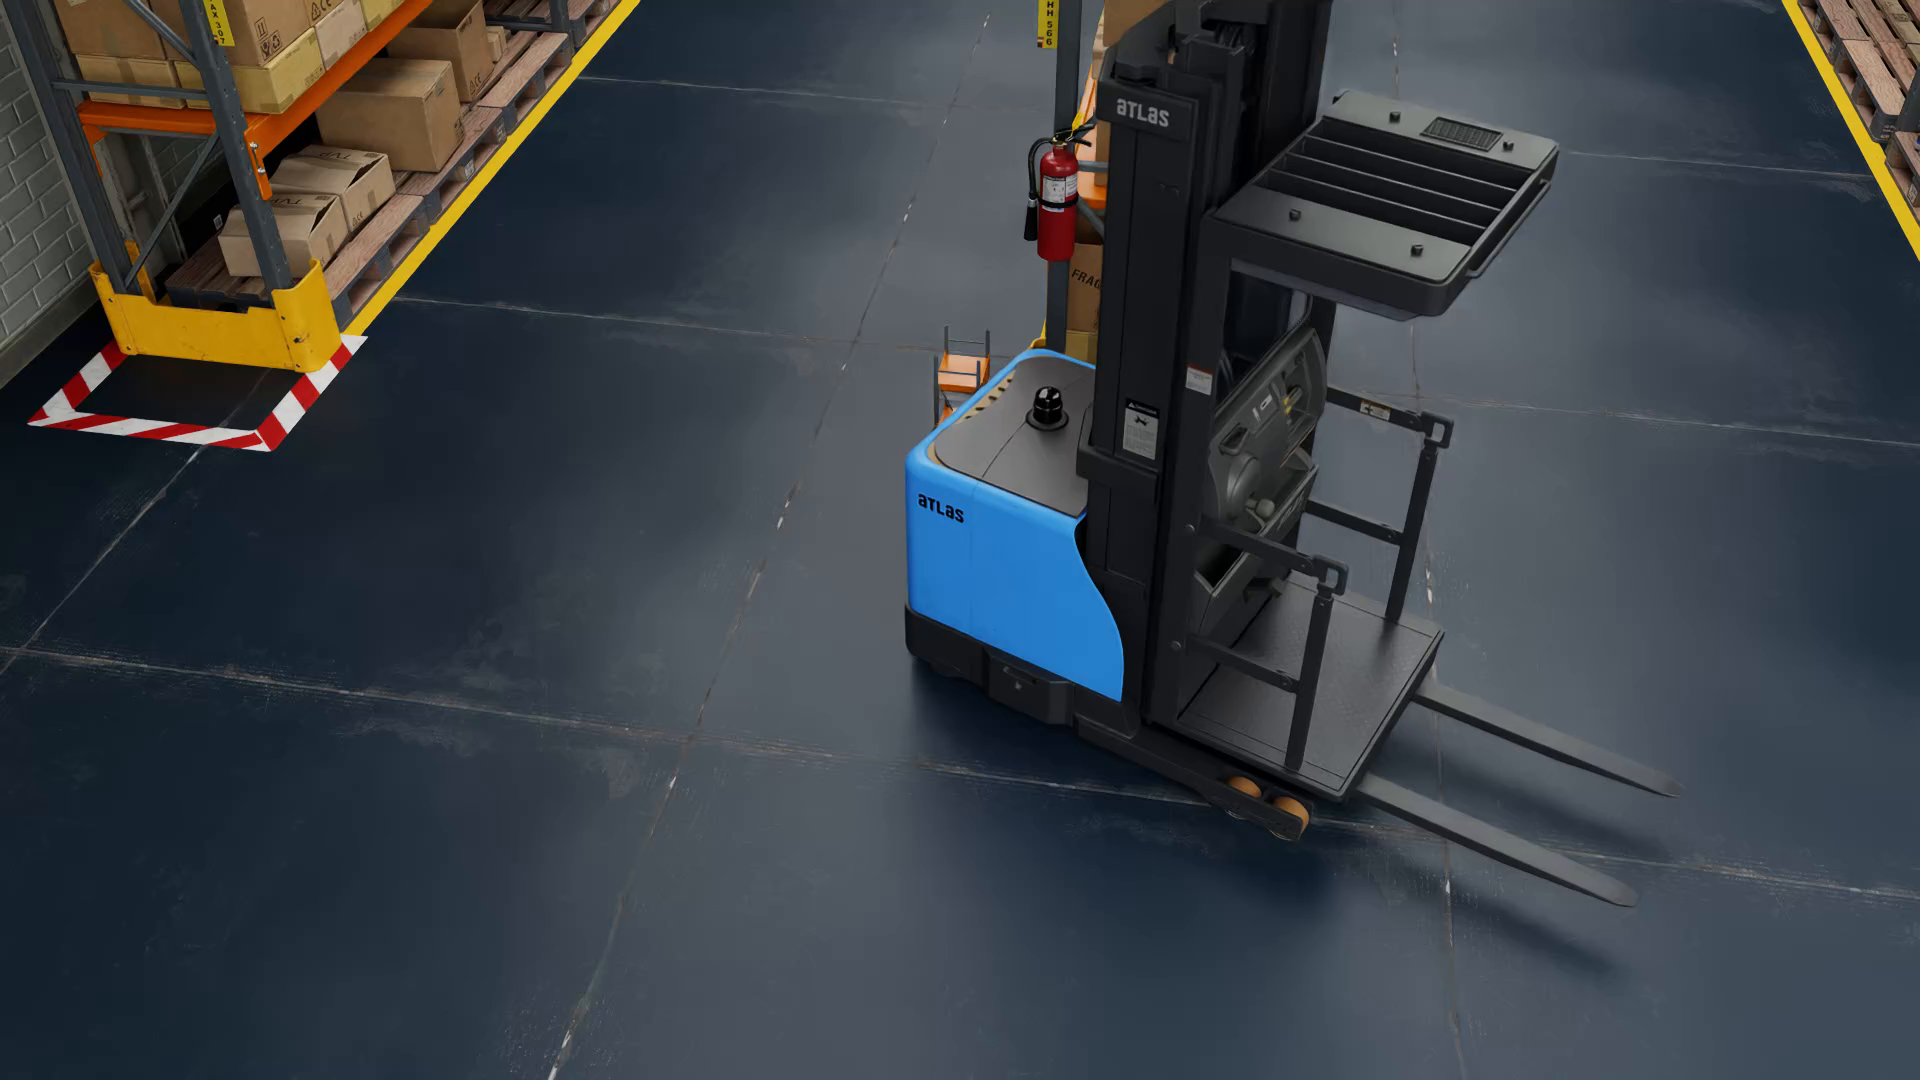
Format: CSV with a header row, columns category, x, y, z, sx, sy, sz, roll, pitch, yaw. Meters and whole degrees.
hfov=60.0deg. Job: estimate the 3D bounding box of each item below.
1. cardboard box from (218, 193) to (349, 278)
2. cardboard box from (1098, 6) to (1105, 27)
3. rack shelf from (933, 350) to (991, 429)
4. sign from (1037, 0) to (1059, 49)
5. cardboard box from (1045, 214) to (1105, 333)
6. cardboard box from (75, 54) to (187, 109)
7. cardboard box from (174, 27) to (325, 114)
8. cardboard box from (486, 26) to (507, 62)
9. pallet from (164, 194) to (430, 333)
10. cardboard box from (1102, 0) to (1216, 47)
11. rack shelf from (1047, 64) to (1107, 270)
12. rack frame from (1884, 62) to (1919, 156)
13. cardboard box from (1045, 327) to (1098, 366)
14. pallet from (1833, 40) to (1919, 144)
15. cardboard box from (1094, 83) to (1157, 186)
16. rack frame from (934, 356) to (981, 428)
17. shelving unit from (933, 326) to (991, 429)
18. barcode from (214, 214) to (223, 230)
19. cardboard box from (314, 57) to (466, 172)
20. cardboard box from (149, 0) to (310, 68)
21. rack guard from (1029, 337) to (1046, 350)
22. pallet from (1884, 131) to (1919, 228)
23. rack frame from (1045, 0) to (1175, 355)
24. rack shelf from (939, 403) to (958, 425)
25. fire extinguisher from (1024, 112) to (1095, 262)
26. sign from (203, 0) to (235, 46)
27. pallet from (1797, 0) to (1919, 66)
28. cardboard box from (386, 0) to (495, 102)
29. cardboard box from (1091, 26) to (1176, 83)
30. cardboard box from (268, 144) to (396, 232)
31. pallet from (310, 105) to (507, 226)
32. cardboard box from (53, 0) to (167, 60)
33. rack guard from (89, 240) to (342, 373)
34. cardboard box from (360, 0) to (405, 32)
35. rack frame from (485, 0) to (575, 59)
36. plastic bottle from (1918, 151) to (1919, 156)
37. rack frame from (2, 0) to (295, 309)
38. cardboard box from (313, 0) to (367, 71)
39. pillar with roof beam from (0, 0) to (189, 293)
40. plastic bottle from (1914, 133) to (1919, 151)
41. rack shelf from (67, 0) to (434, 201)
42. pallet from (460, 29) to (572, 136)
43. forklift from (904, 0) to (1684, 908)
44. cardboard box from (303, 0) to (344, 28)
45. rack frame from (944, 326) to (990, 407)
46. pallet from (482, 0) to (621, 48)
category,x,y,z,sx,sy,sz,roll,pitch,yaw
cardboard box,-3.759,-1.719,9.240,0.500,0.311,0.500,2,40,3
cardboard box,0.834,-2.331,7.628,0.380,0.149,0.250,7,40,9
rack shelf,0.009,-0.649,7.282,0.215,0.259,0.240,6,40,8
sign,0.380,-2.224,6.991,0.100,0.325,0.005,6,40,8
cardboard box,0.712,-1.378,8.302,0.500,0.500,0.500,6,40,8
cardboard box,-4.078,-2.426,8.432,0.500,0.250,0.500,7,40,8
cardboard box,-3.570,-2.382,8.380,0.500,0.250,0.500,5,40,6
cardboard box,-3.338,-3.410,11.399,0.380,0.166,0.250,2,40,2
pallet,-3.779,-1.640,9.568,1.003,0.211,1.213,6,40,8
cardboard box,1.015,-2.481,7.300,0.700,0.500,0.500,7,40,8
rack shelf,1.258,-2.595,9.100,1.077,0.370,4.000,6,40,8
rack frame,6.482,-3.579,9.725,1.000,3.000,0.127,6,40,8
cardboard box,0.714,-1.089,8.541,0.500,0.250,0.500,6,40,8
pallet,6.580,-3.002,11.215,1.003,0.211,1.213,6,40,8
cardboard box,1.005,-1.948,7.673,0.700,0.500,0.500,6,40,8
rack frame,-0.012,-0.362,7.363,0.200,1.050,0.008,6,40,8
shelving unit,0.009,-0.438,7.456,0.215,1.050,0.252,6,40,8
barcode,-4.150,-1.778,9.304,0.001,0.075,0.075,6,40,8
cardboard box,-3.484,-2.604,10.163,0.700,0.500,0.500,4,40,5
cardboard box,-3.589,-2.667,8.135,0.500,0.500,0.500,6,40,8
rack guard,0.908,-0.639,8.131,1.175,0.500,0.348,6,40,8
pallet,6.325,-2.088,10.109,1.003,0.211,1.213,6,40,8
rack frame,0.912,-1.617,7.352,1.000,3.000,0.127,6,40,8
rack shelf,0.009,-0.430,7.463,0.215,0.259,0.240,6,40,8
fire extinguisher,0.434,-1.565,7.349,0.296,0.674,0.183,6,40,8
sign,-3.433,-2.435,7.662,0.100,0.325,0.005,6,40,8
pallet,6.789,-3.770,12.144,1.003,0.211,1.213,6,40,8
cardboard box,-3.416,-3.222,10.910,0.500,0.500,0.500,4,40,4
cardboard box,0.790,-2.167,7.429,0.380,0.149,0.250,6,40,7
cardboard box,-3.661,-2.077,9.673,0.500,0.311,0.500,10,41,11
pallet,-3.566,-2.404,10.492,1.003,0.211,1.213,6,40,8
cardboard box,-4.095,-2.720,8.199,0.500,0.500,0.500,6,40,7
rack guard,-3.954,-1.246,8.864,1.175,0.500,0.348,6,40,8
cardboard box,-3.401,-3.029,9.162,0.500,0.250,0.500,6,40,7
rack frame,-3.275,-4.672,11.046,1.000,3.000,0.127,6,40,8
plastic bottle,5.978,-2.455,10.216,0.097,0.201,0.097,0,40,0
rack frame,-3.968,-2.161,8.010,1.000,3.000,0.127,6,40,8
cardboard box,-3.495,-2.710,8.776,0.500,0.250,0.500,5,40,6
pillar with roof beam,-0.458,-4.533,6.171,9.100,9.000,0.400,6,40,8
plastic bottle,5.995,-2.546,10.271,0.097,0.271,0.097,0,40,0
rack shelf,-3.621,-3.139,9.757,1.077,0.370,4.000,6,40,8
pallet,-3.357,-3.172,11.420,1.003,0.211,1.213,6,40,8
forklift,1.282,-0.371,5.899,3.031,2.935,1.130,22,45,25
cardboard box,-3.494,-2.976,8.509,0.500,0.500,0.500,7,40,8
rack frame,0.030,-0.515,7.549,0.200,1.050,0.008,6,40,8
pallet,-3.142,-4.086,12.526,1.003,0.211,1.213,6,40,8
